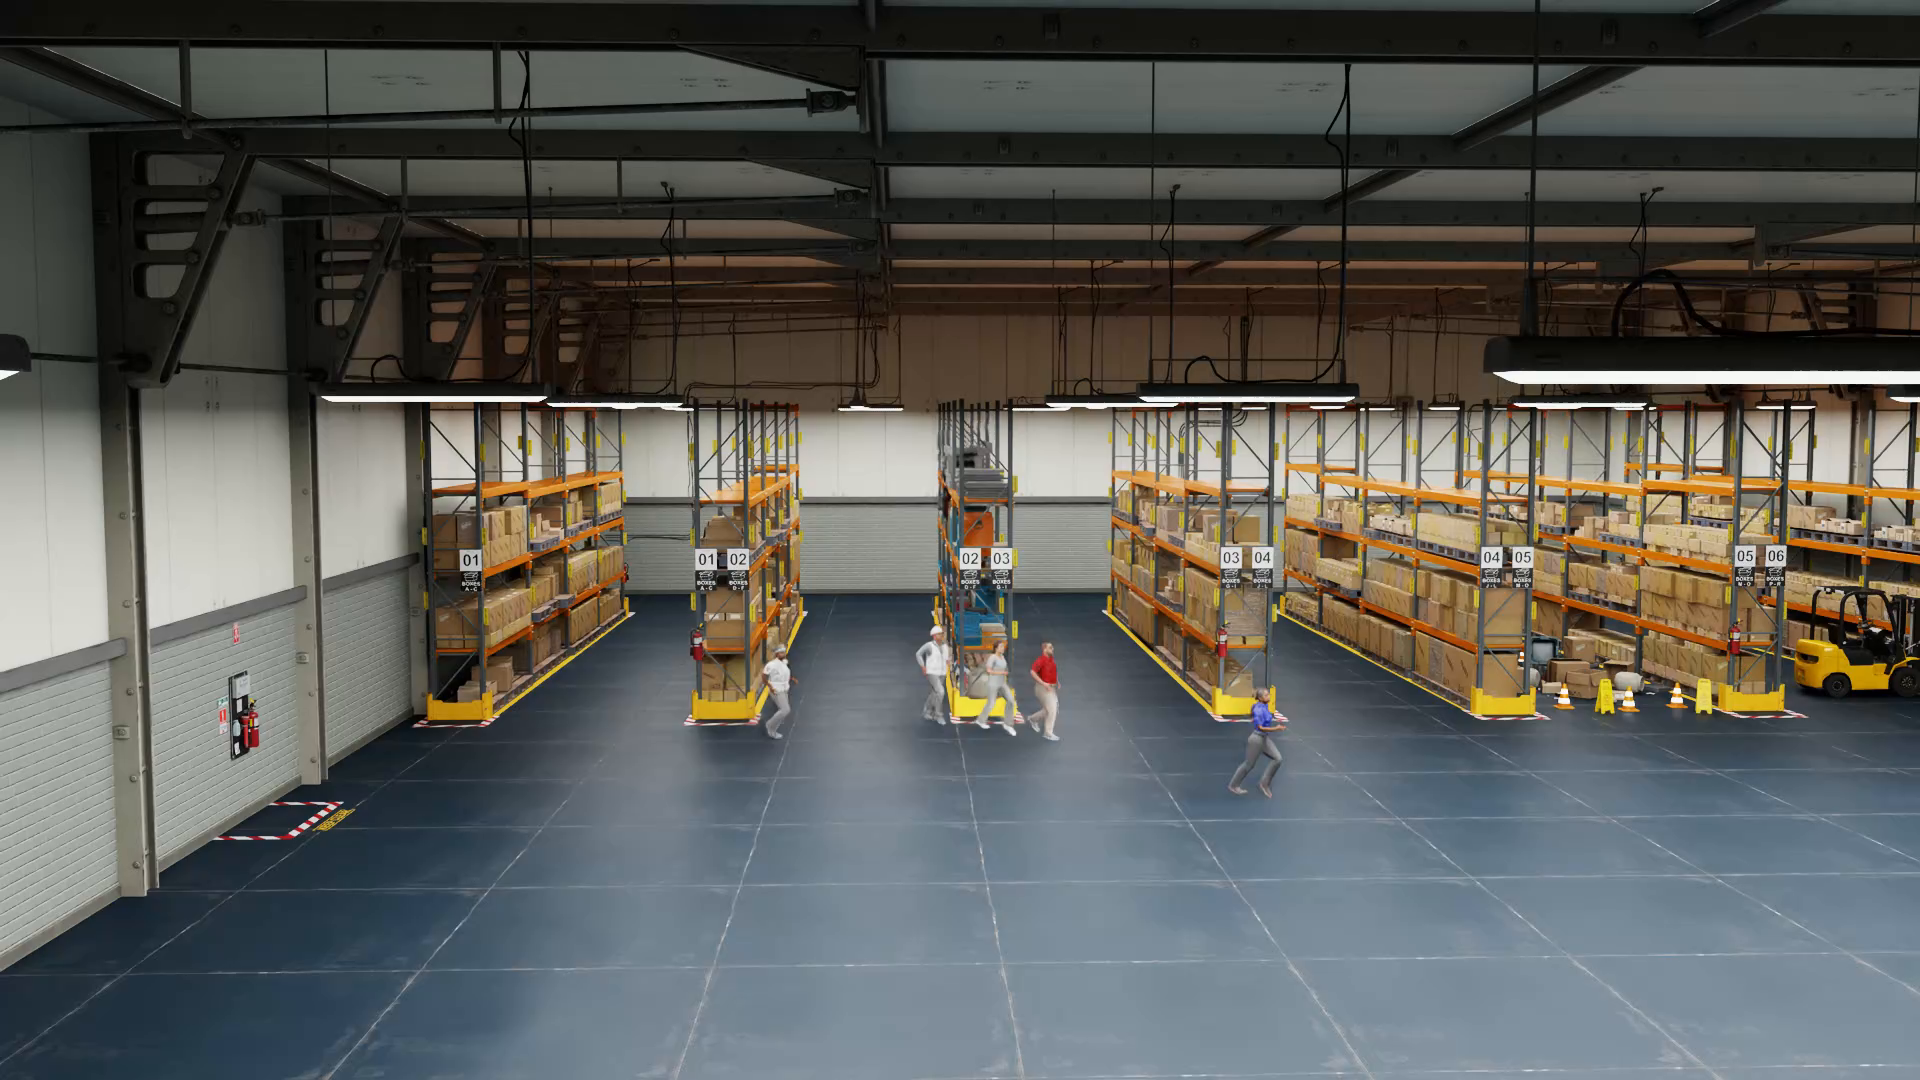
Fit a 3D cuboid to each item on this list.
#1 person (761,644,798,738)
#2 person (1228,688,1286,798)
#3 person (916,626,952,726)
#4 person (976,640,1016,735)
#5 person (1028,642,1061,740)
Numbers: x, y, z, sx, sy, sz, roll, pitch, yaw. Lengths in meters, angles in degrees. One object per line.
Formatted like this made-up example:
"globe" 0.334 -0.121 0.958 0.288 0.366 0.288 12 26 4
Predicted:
"person" -3.137 2.661 29.314 0.582 1.667 0.560 3 5 30
"person" 4.456 3.019 24.776 0.862 1.666 0.582 2 5 27
"person" -0.425 2.488 30.802 0.643 1.789 0.740 -4 6 -43
"person" 0.635 2.631 29.844 0.841 1.694 0.589 4 6 42
"person" 1.480 2.658 29.385 0.661 1.710 0.689 2 5 28
